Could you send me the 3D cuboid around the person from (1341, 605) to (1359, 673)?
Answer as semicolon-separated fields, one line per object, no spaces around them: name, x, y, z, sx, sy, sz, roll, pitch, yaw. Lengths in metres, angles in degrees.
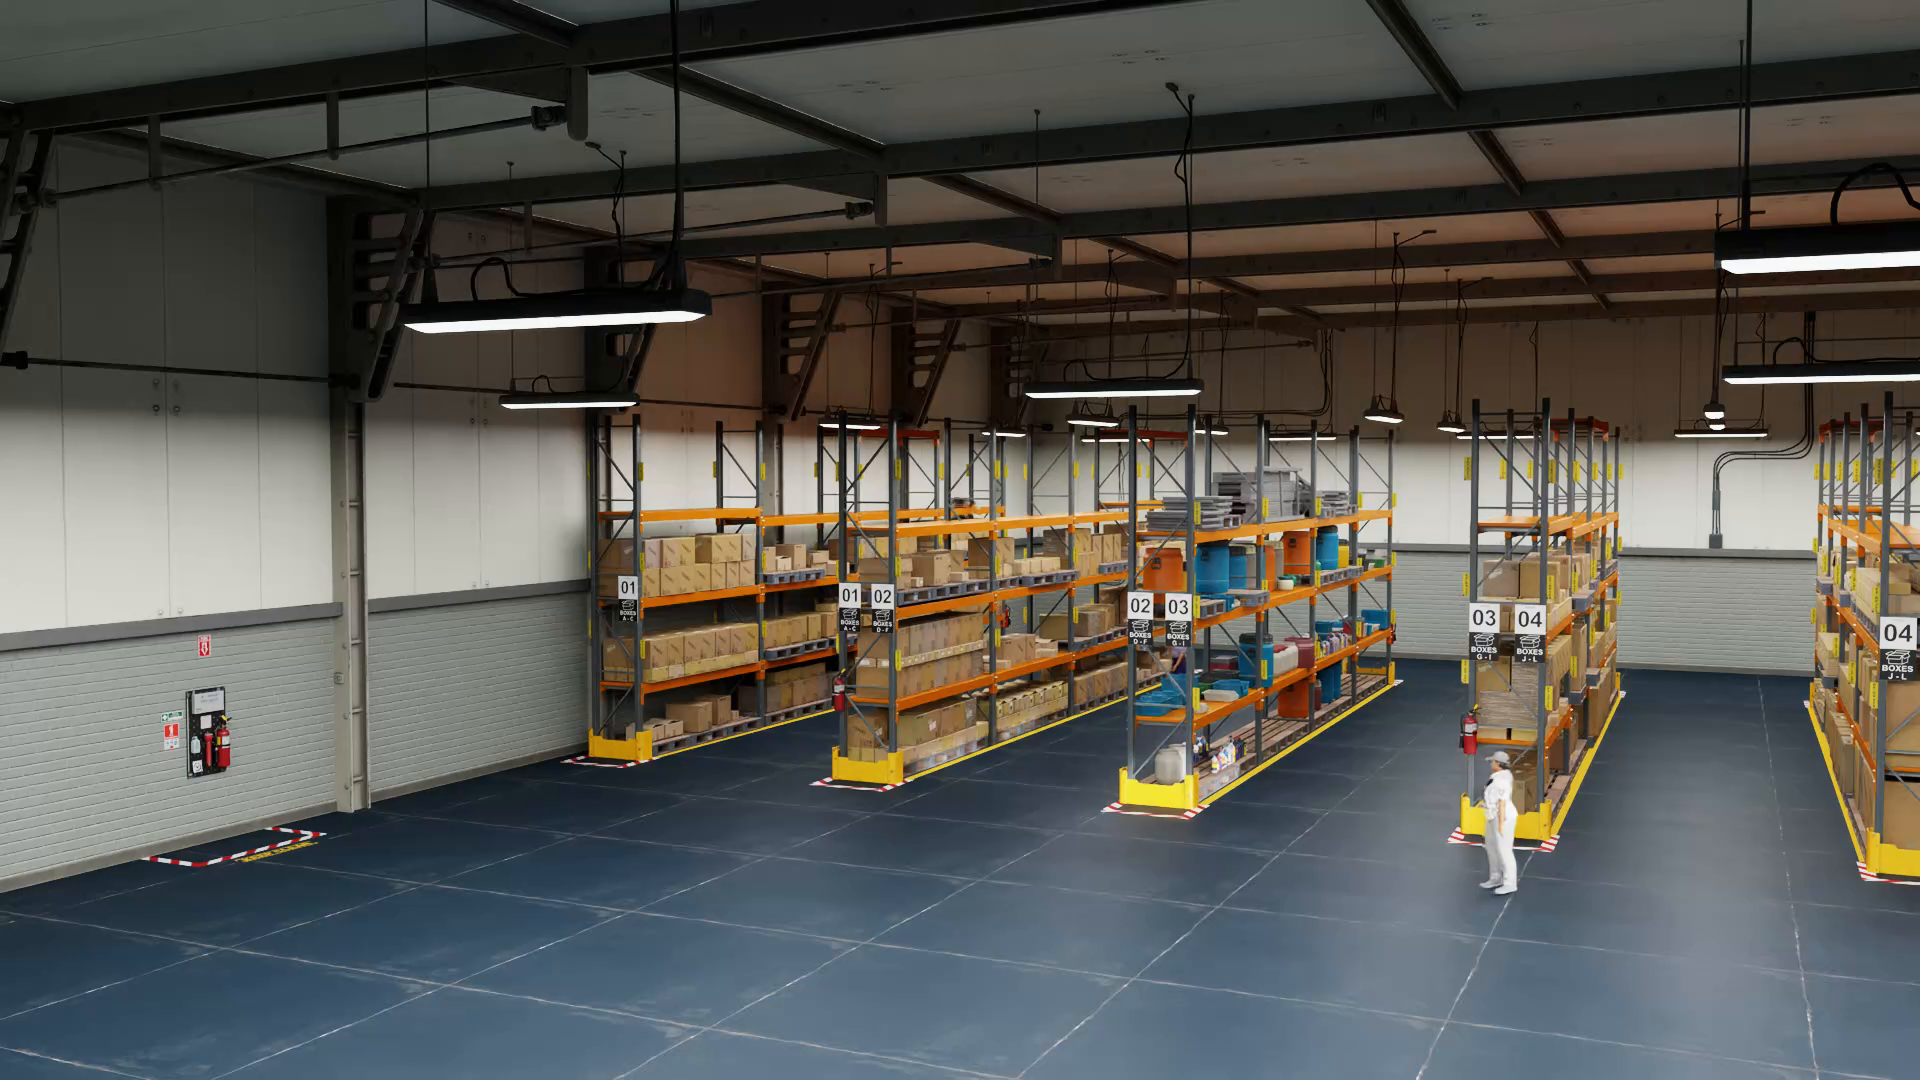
person;9.755;2.460;41.497;0.528;1.696;0.499;1;3;22

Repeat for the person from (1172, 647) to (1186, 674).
person;4.740;2.733;35.987;0.412;1.705;0.562;0;2;-3

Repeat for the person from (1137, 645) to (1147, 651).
person;4.757;2.395;43.540;0.468;1.682;0.518;1;2;20

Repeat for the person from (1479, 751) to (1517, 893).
person;6.400;3.360;19.833;0.436;1.699;0.537;0;2;0
